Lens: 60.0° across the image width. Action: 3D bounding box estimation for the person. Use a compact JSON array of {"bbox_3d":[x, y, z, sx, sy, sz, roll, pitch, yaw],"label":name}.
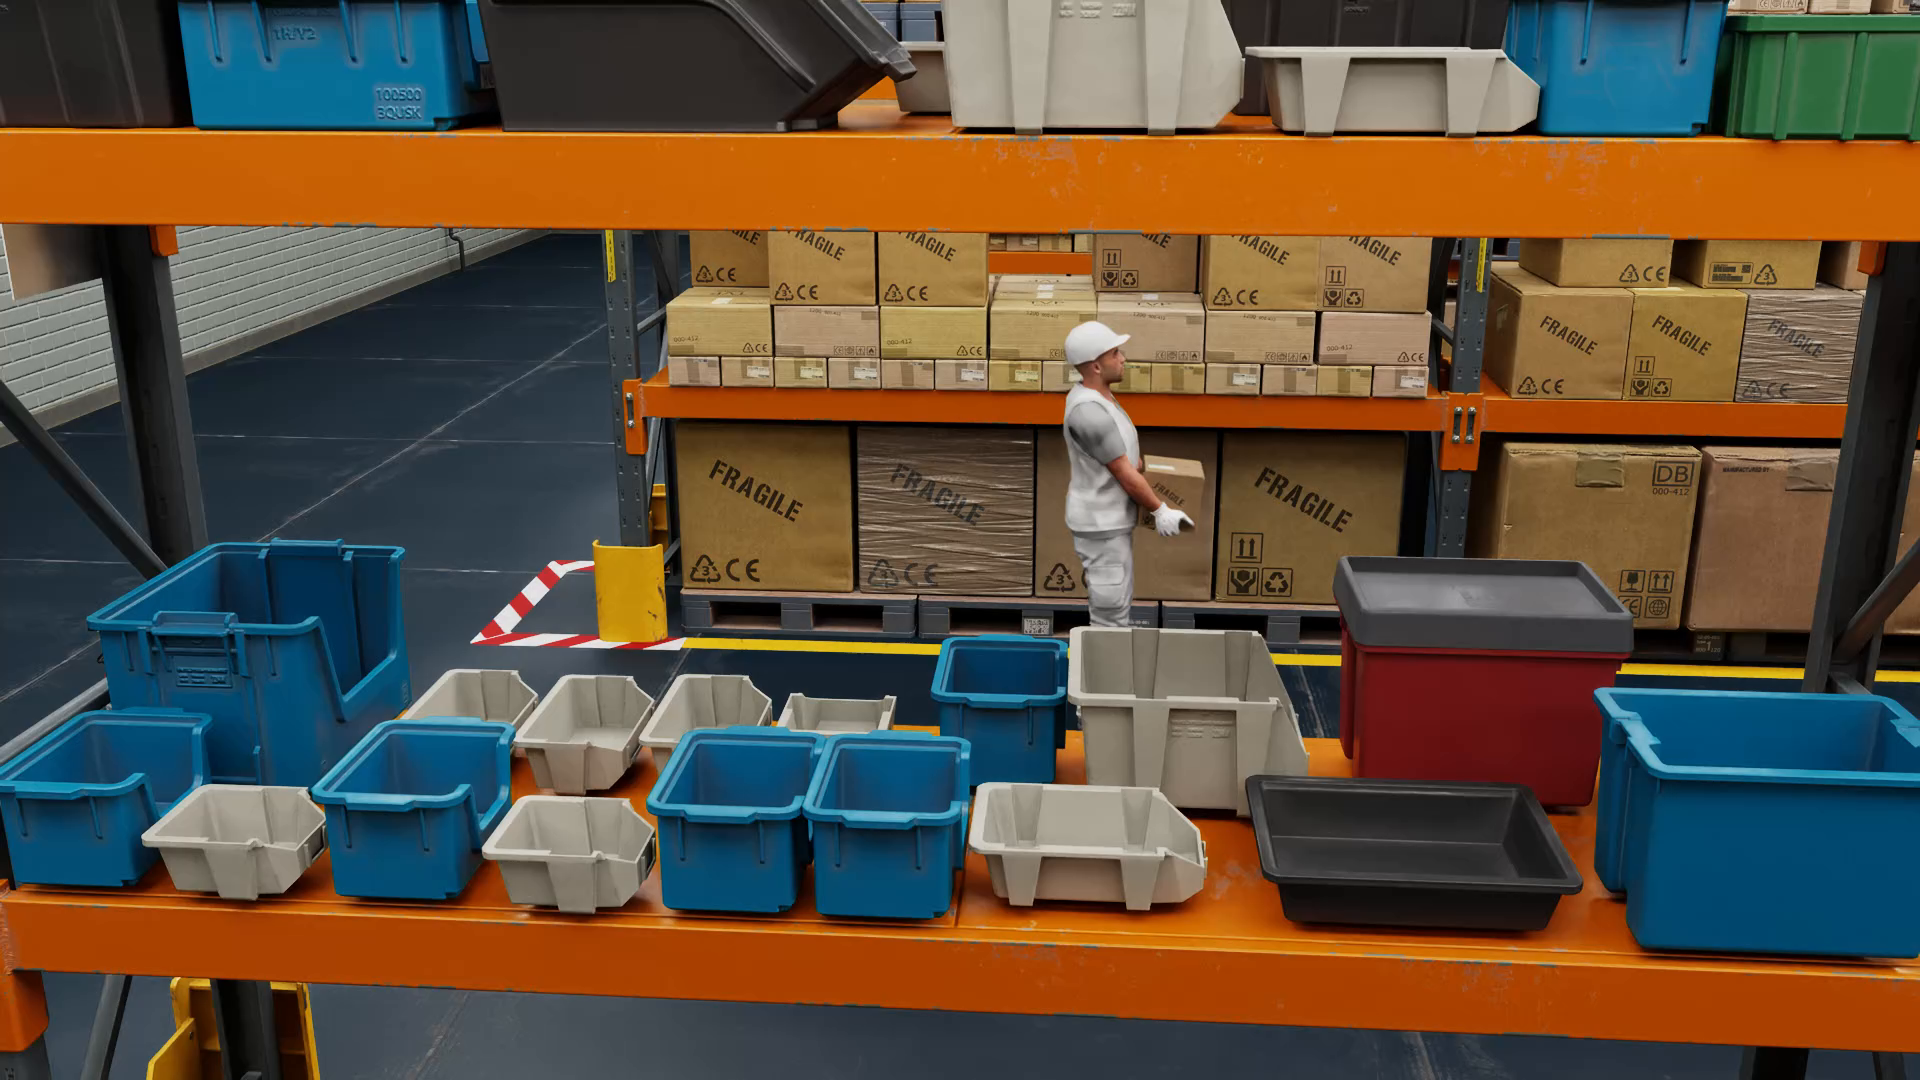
[{"bbox_3d":[0.718,-0.052,7.179,0.560,1.786,0.500,1,17,4],"label":"person"}]
